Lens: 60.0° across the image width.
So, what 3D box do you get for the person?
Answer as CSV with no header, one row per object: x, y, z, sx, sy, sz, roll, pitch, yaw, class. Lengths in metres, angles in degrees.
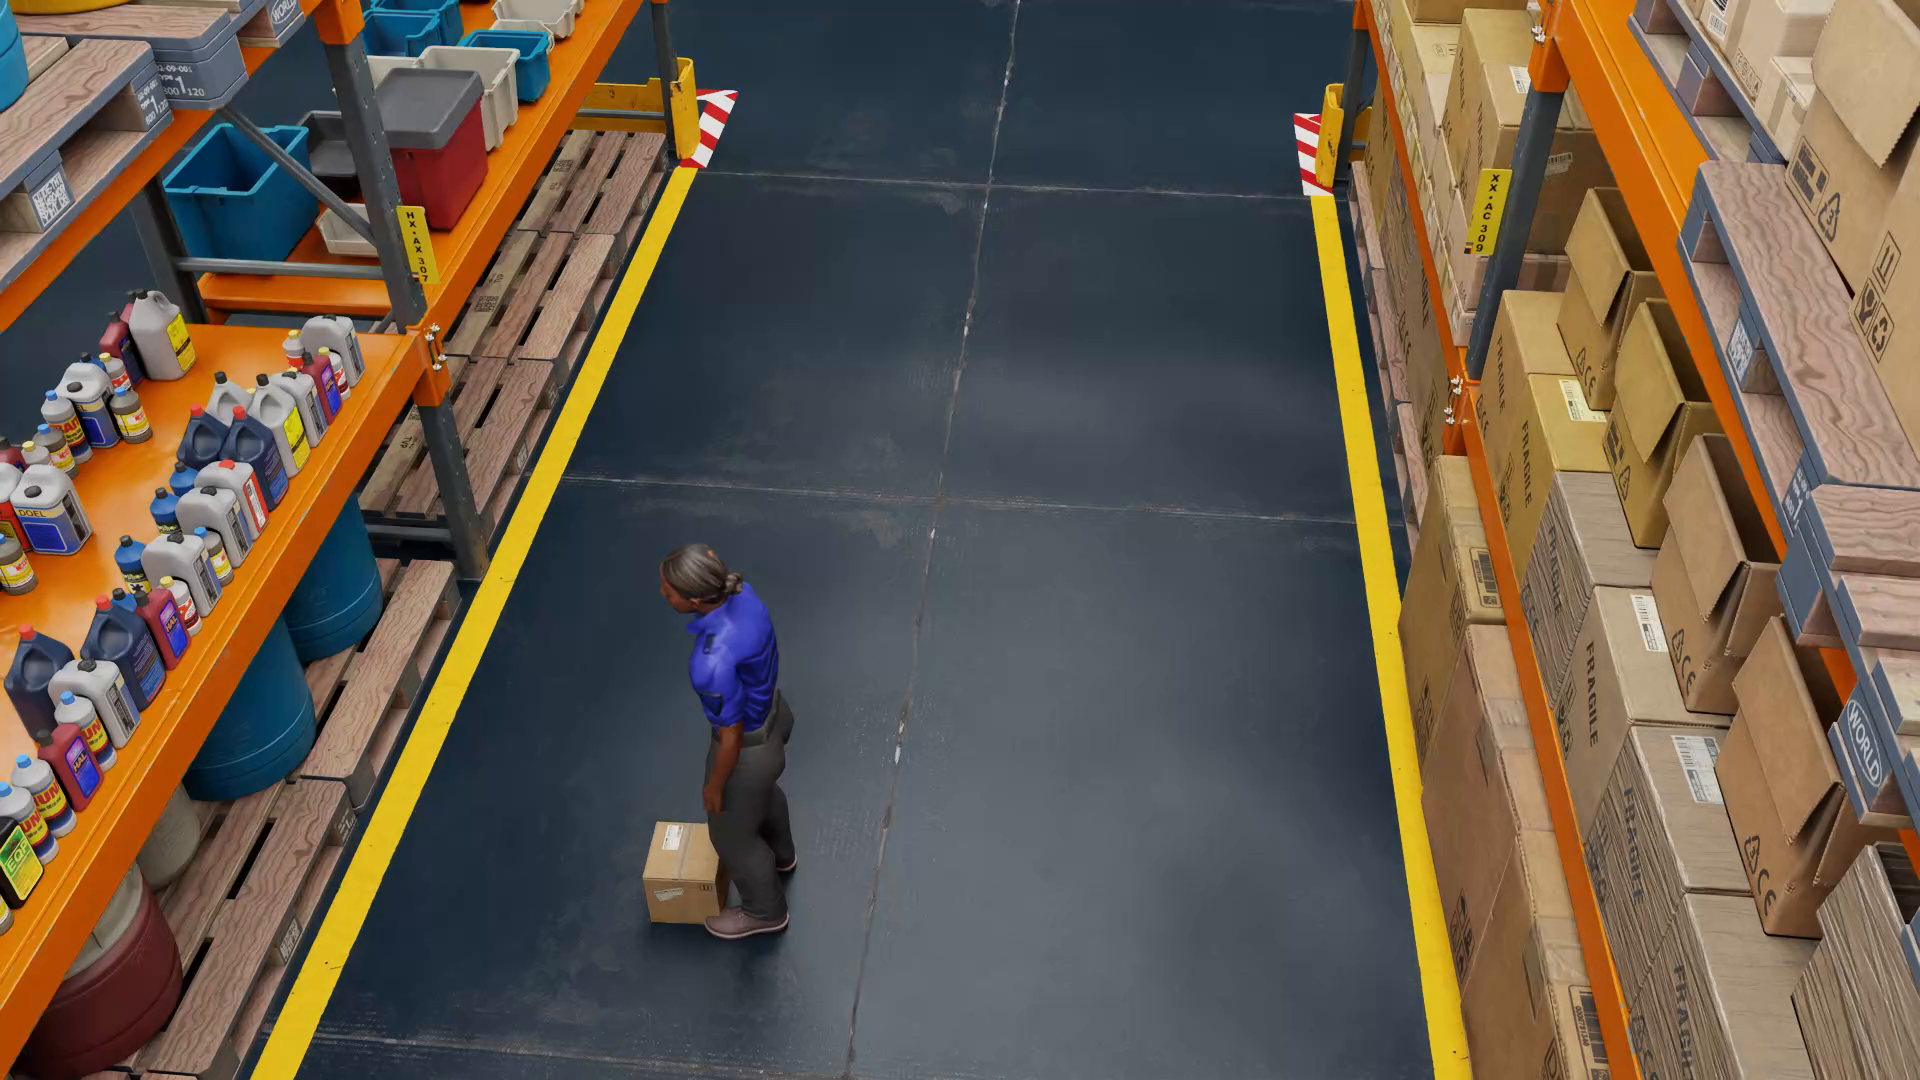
-0.723,0.644,5.400,0.346,1.655,0.506,4,40,4,person
